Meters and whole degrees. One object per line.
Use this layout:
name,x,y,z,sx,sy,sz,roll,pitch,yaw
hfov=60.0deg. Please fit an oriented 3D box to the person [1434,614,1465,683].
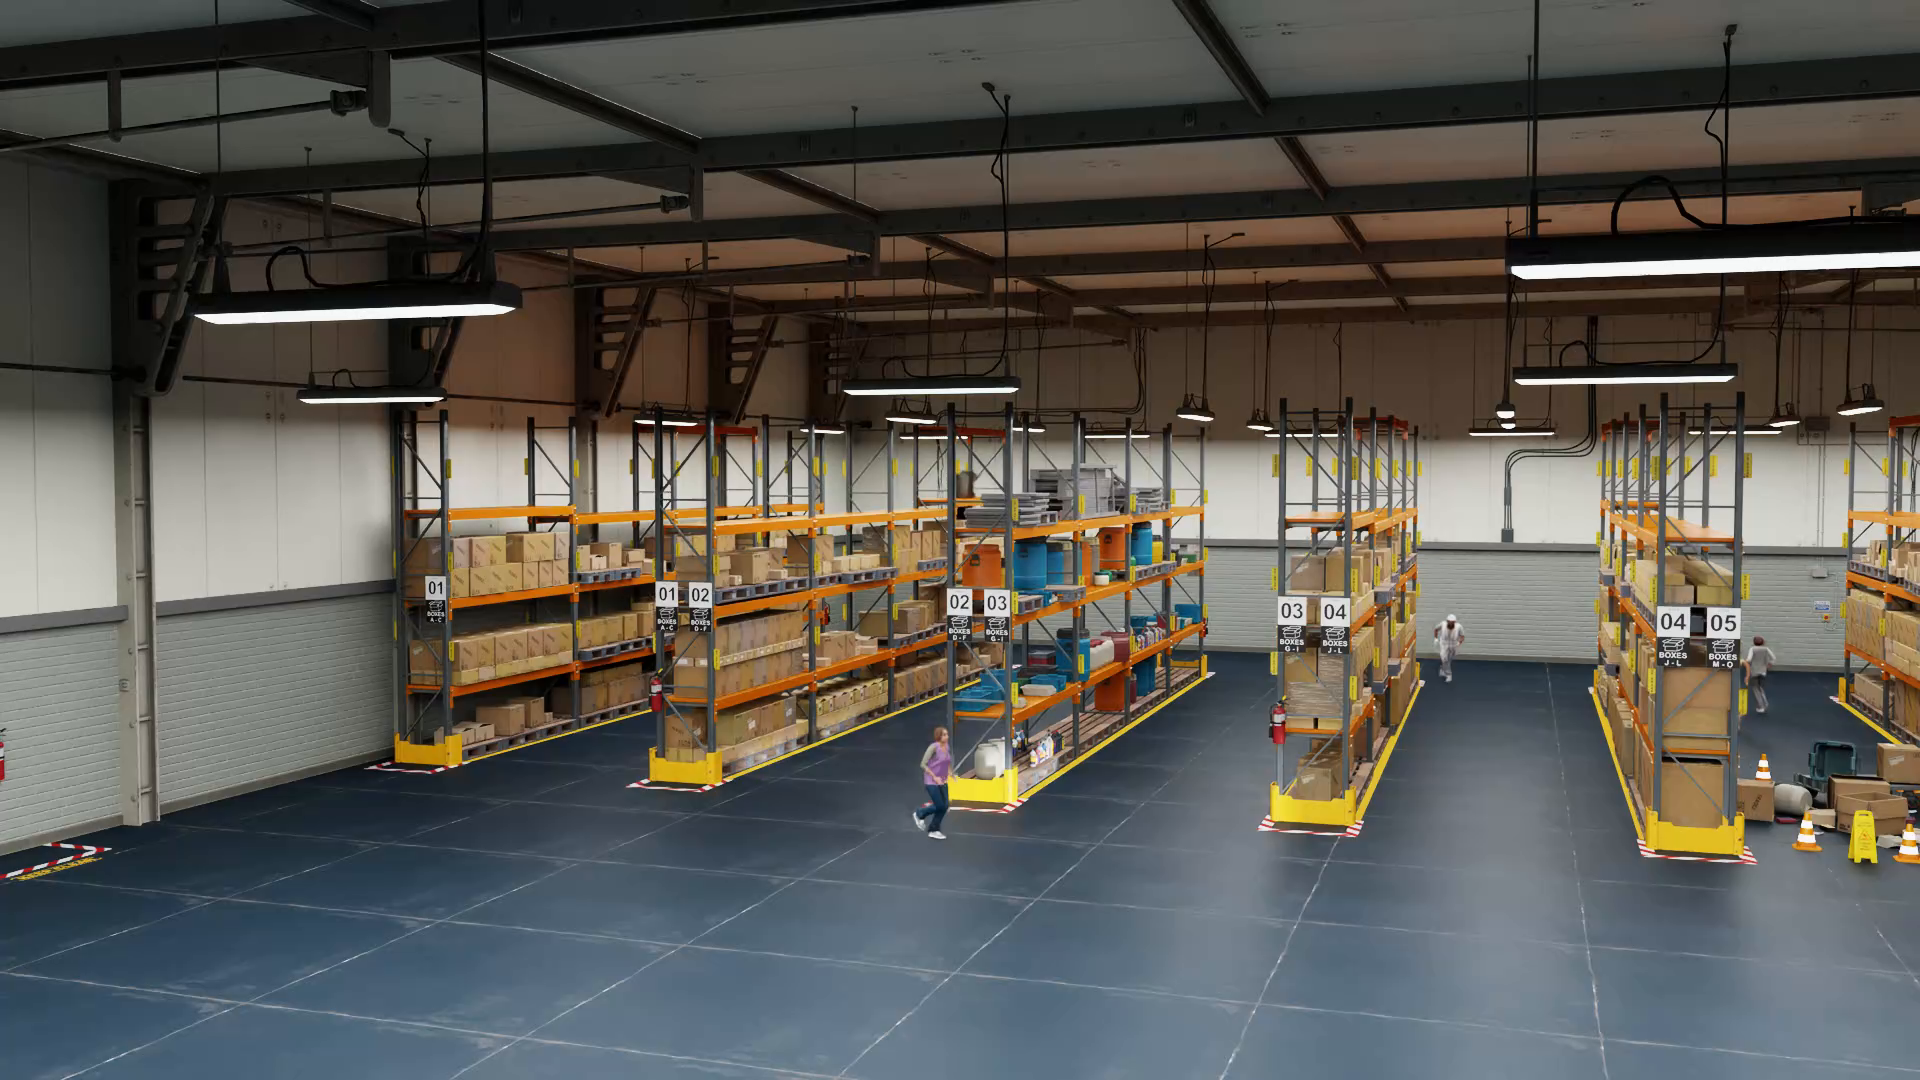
person,11.554,2.522,39.334,0.690,1.610,1.129,0,2,9

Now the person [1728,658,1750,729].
person,14.857,2.835,32.075,0.584,1.594,0.673,0,2,0

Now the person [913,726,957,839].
person,-0.367,3.288,22.532,0.582,1.511,0.540,2,3,39

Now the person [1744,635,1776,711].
person,16.425,2.737,34.221,0.545,1.564,0.606,0,2,-1
